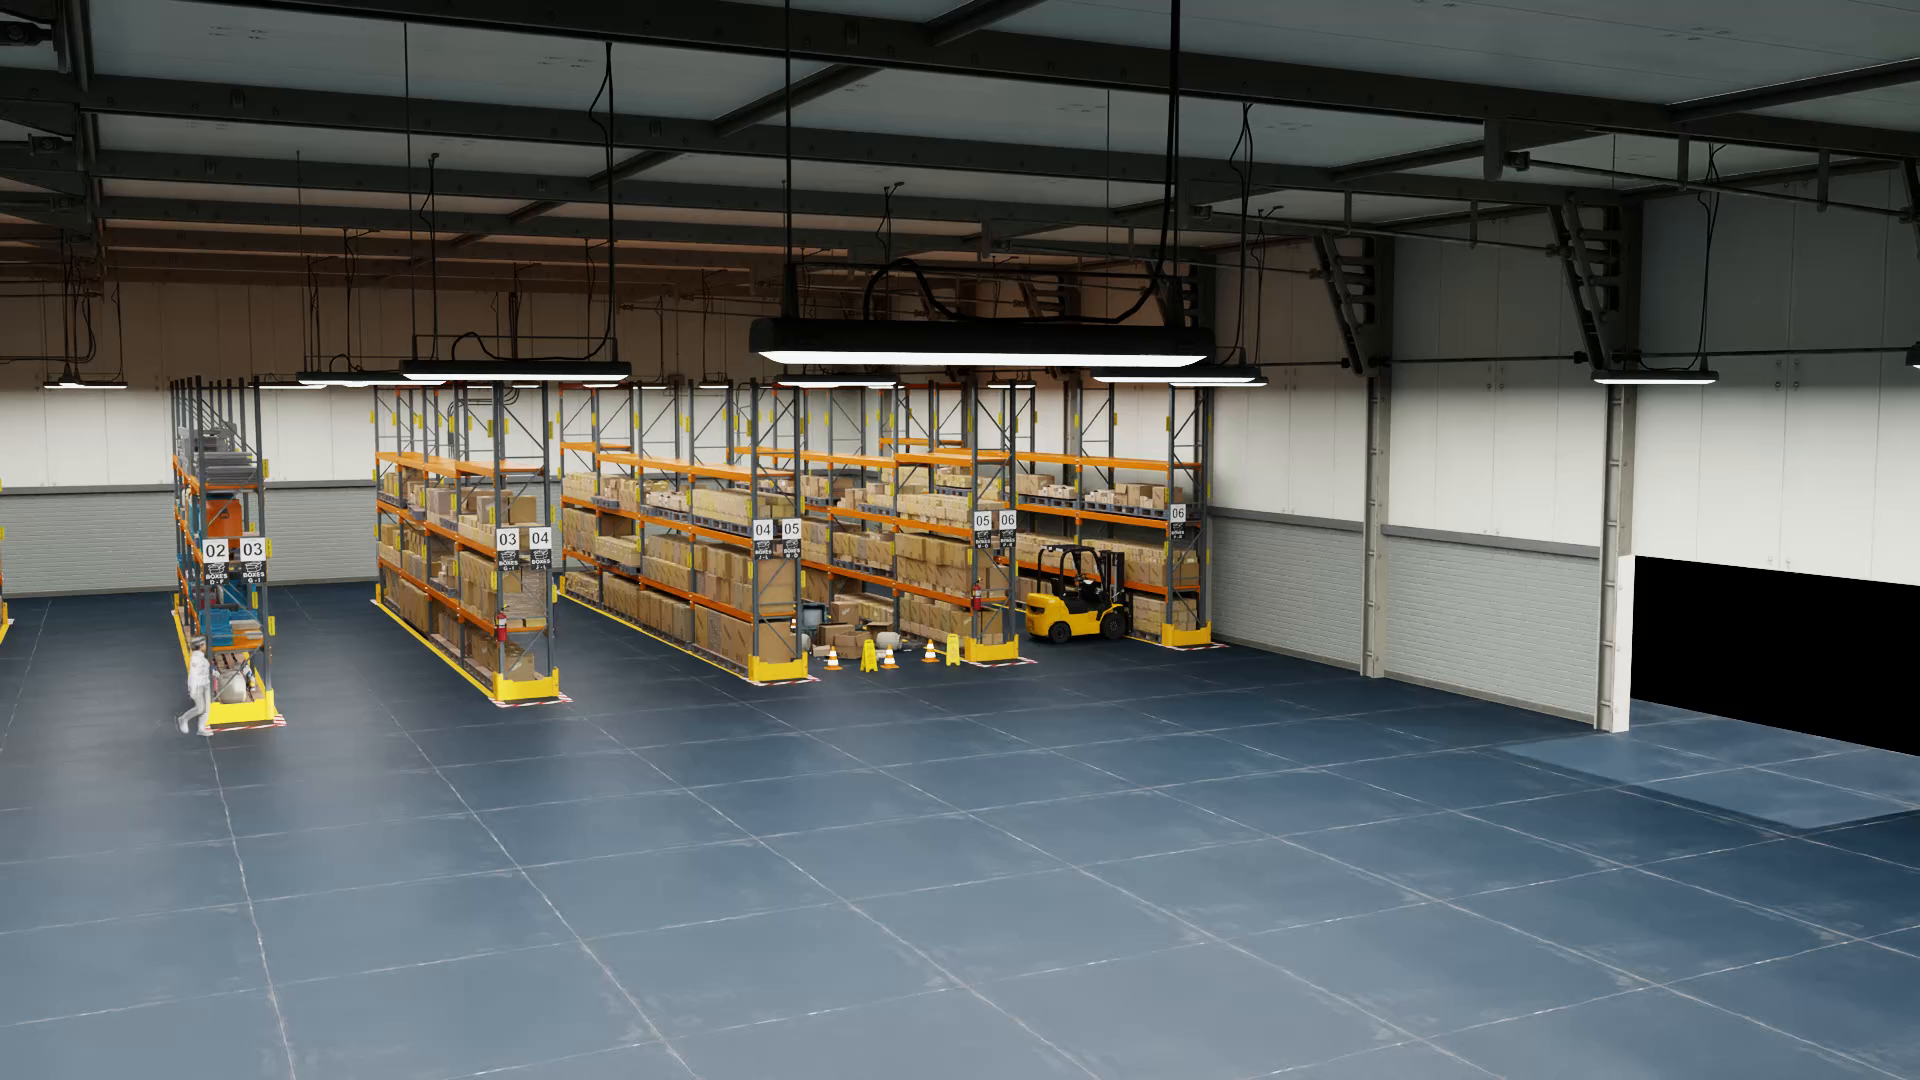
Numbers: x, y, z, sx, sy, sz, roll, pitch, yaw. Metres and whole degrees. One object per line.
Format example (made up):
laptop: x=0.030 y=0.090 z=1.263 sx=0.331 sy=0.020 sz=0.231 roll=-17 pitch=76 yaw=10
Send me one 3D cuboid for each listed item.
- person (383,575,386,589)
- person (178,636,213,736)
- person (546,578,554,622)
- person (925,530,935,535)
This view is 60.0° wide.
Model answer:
person: x=-16.248 y=0.631 z=47.819 sx=1.027 sy=1.681 sz=0.535 roll=3 pitch=6 yaw=32
person: x=-12.707 y=2.431 z=27.632 sx=0.520 sy=1.662 sz=0.488 roll=1 pitch=5 yaw=13
person: x=-9.989 y=1.343 z=39.995 sx=0.484 sy=1.638 sz=0.455 roll=1 pitch=5 yaw=12
person: x=-0.868 y=0.521 z=45.484 sx=0.533 sy=1.876 sz=0.611 roll=-5 pitch=7 yaw=-43
